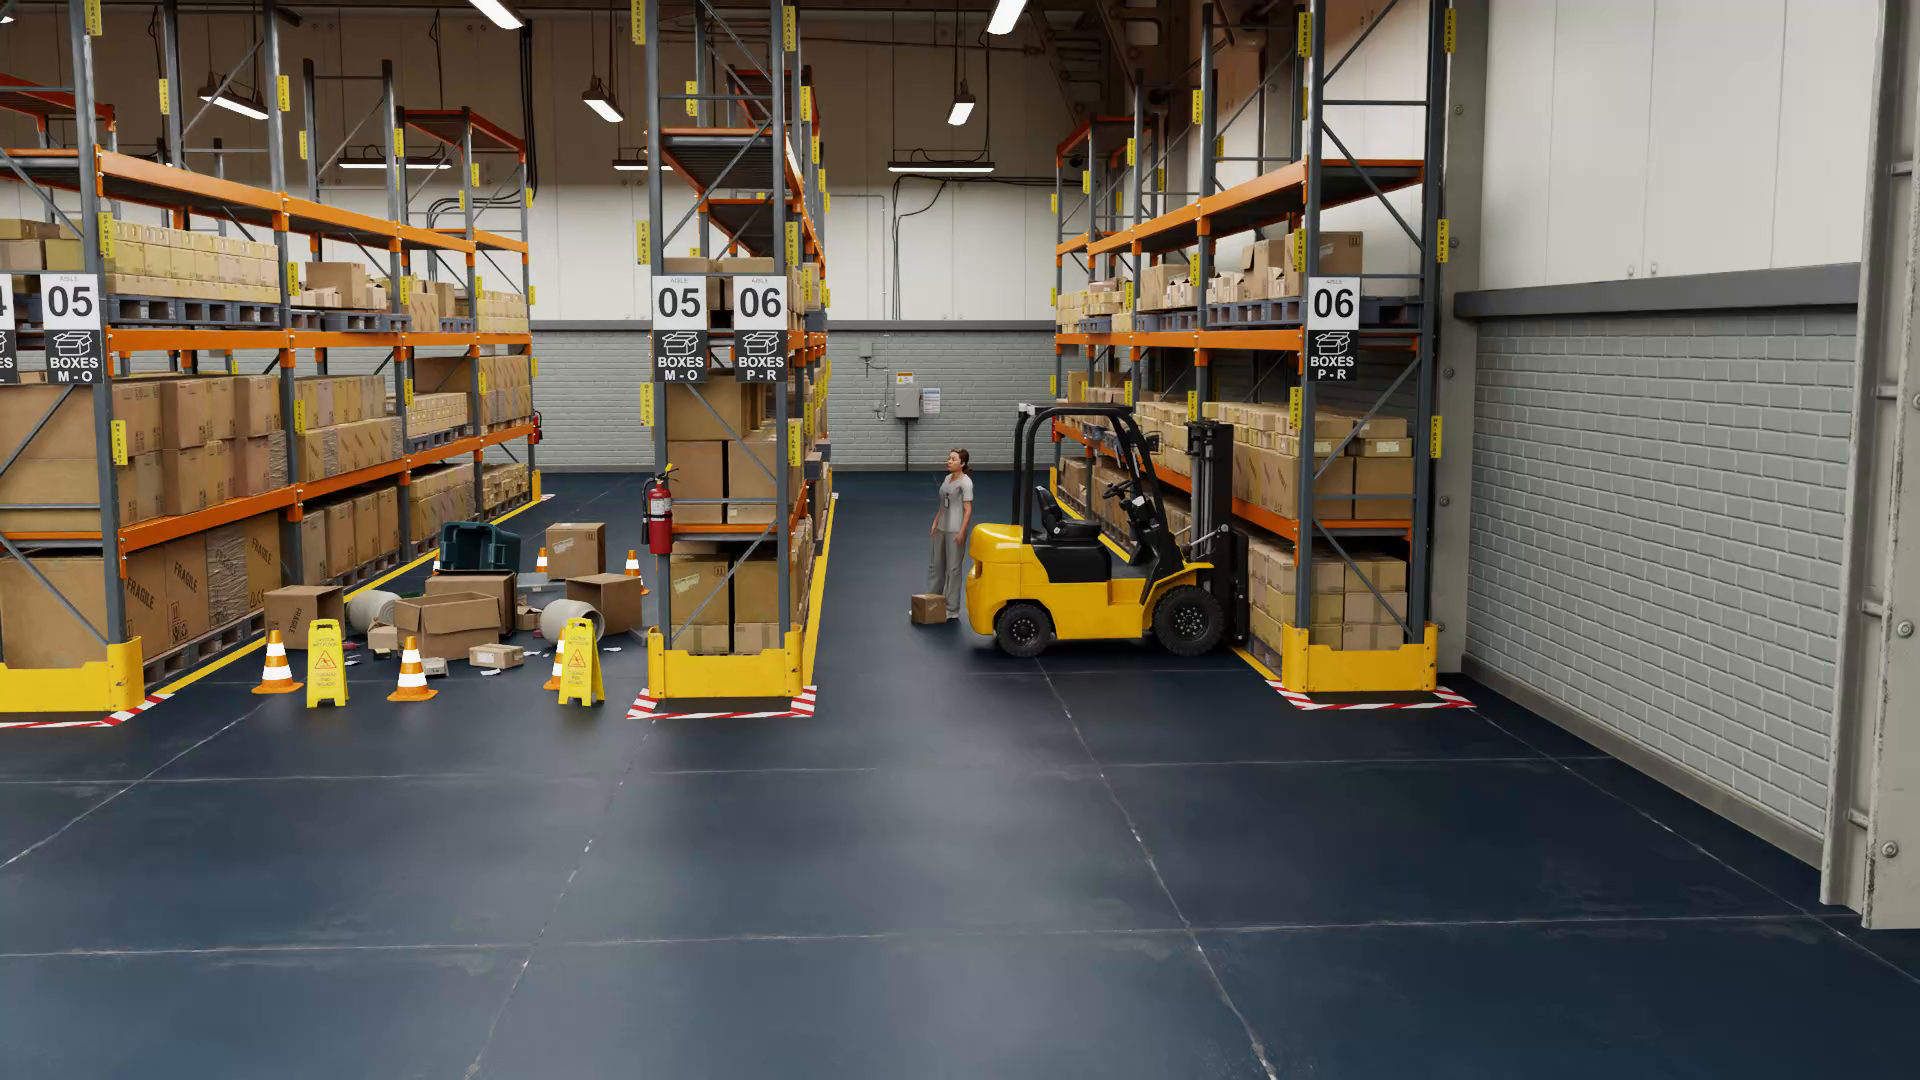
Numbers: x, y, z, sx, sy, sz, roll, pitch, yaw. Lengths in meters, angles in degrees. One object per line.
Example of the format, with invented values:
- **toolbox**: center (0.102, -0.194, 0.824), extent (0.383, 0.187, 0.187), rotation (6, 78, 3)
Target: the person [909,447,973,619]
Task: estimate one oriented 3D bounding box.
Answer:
- **person**: center (-0.141, -0.066, 16.219), extent (0.550, 1.677, 0.550), rotation (-4, 8, -33)
